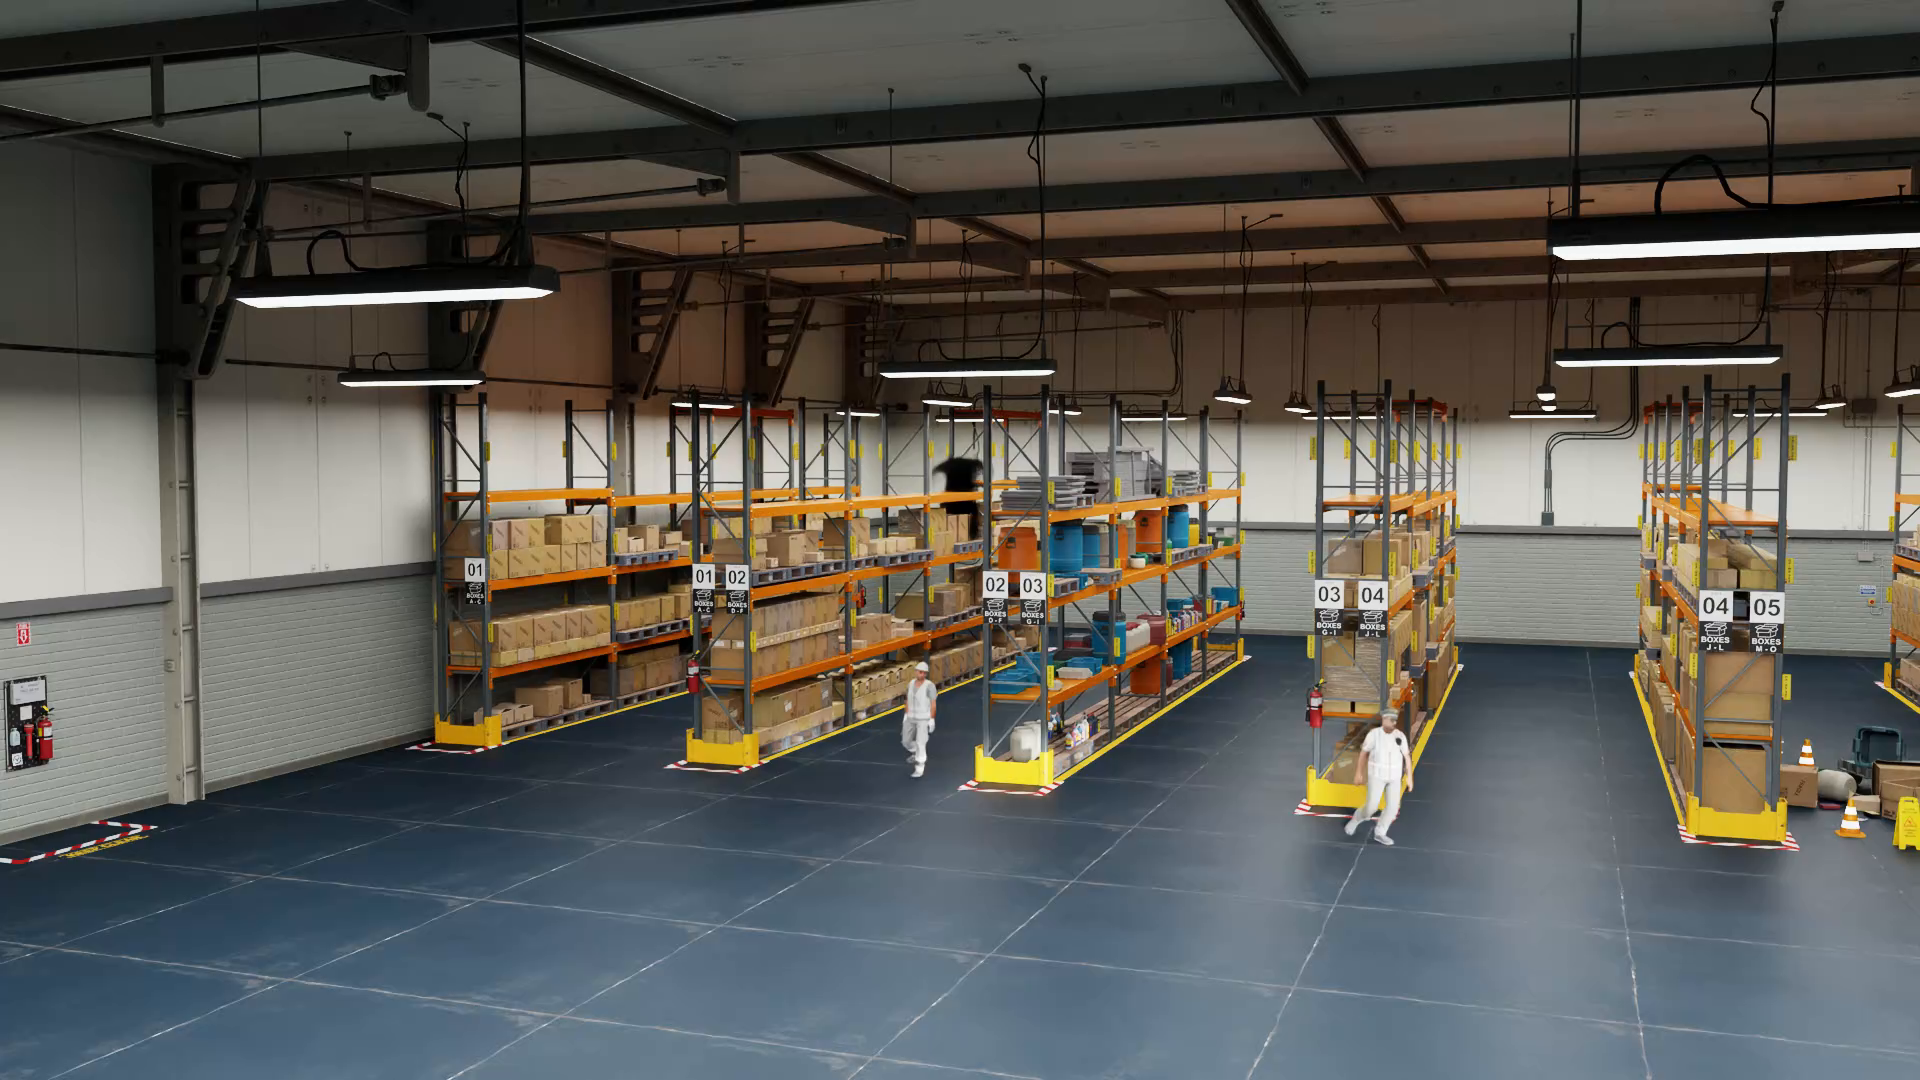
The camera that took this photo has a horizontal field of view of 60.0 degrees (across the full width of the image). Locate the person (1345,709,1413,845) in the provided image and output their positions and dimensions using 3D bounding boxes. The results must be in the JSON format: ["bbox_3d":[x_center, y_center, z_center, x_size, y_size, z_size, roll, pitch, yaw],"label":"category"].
[{"bbox_3d":[5.342,3.002,21.240,0.778,1.733,0.589,0,3,-7],"label":"person"}]

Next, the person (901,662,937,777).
[{"bbox_3d":[-0.637,2.741,25.614,0.765,1.741,0.653,2,4,31],"label":"person"}]
